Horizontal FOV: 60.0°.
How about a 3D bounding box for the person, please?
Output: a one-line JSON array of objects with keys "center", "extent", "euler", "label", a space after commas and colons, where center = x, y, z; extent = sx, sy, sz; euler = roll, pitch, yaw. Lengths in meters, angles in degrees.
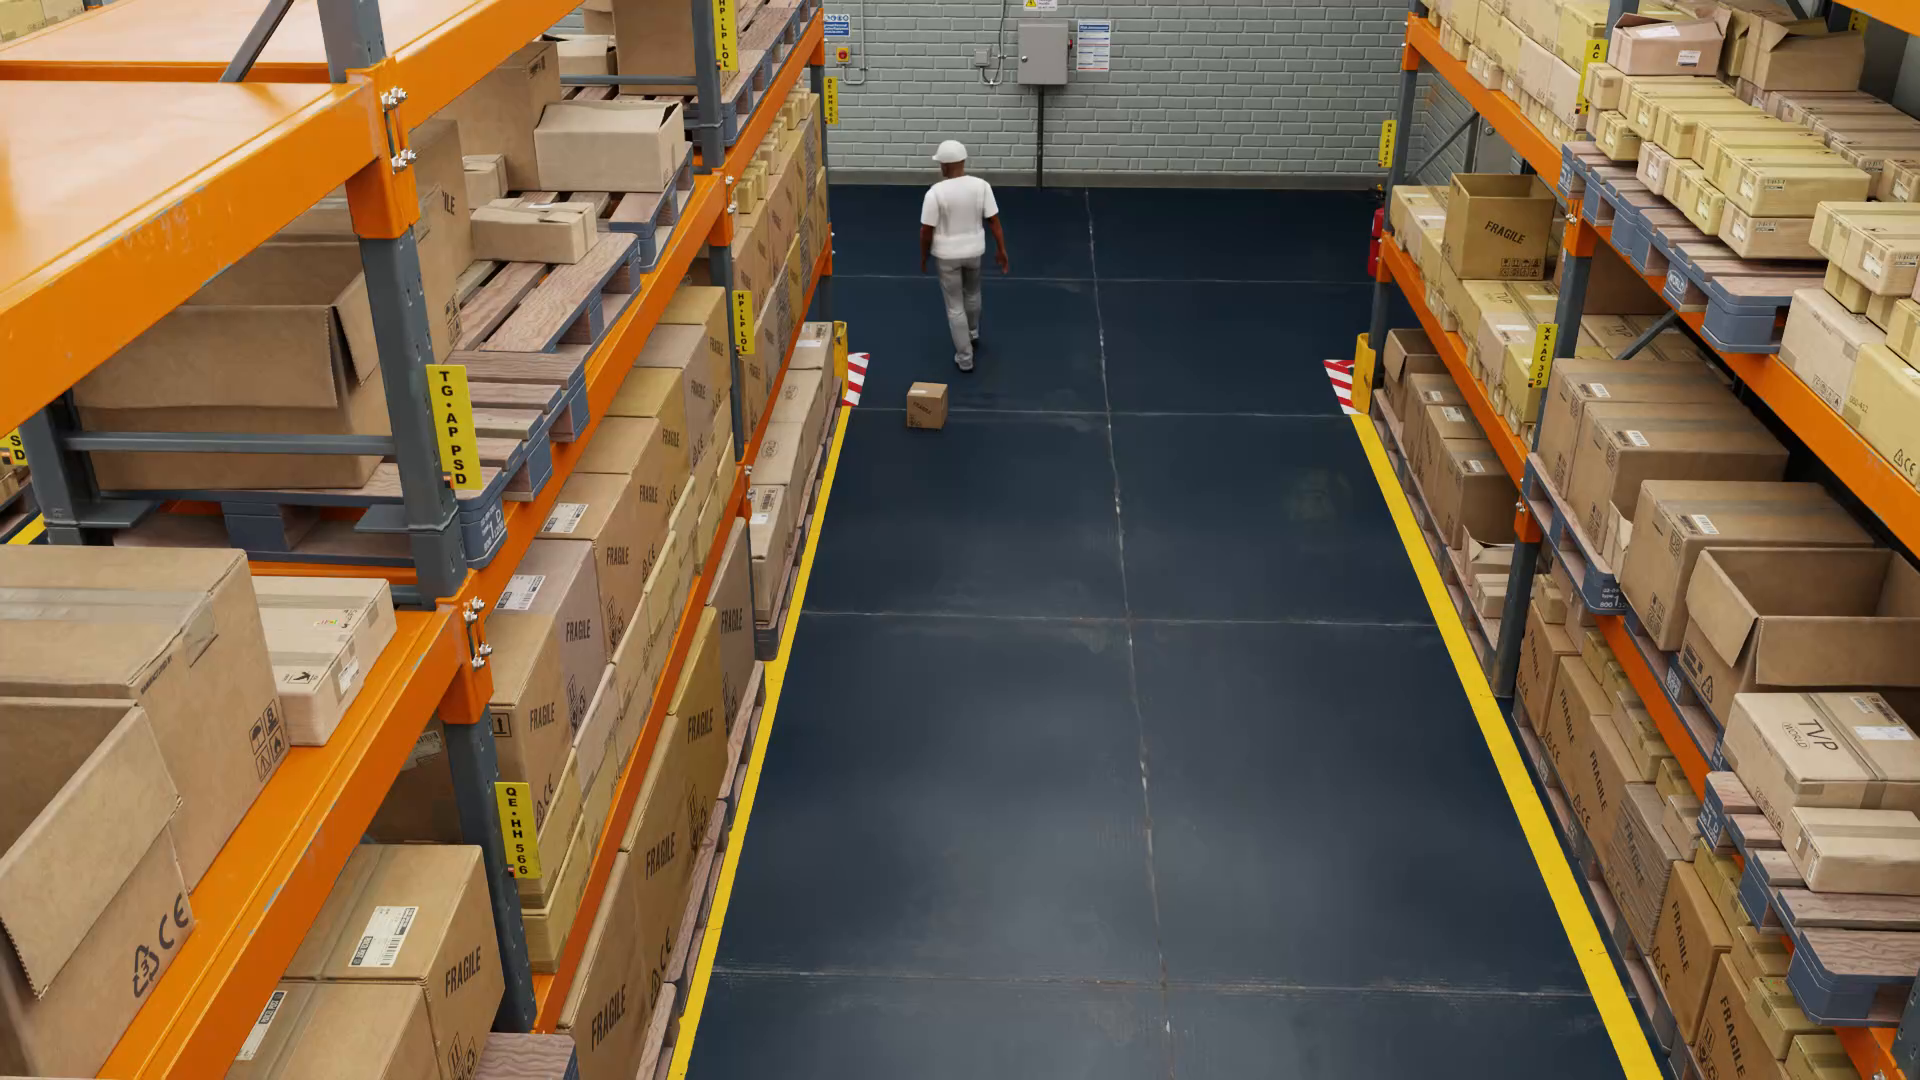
[{"center": [-0.031, -2.267, 12.872], "extent": [0.666, 1.733, 0.852], "euler": [-10, 29, -18], "label": "person"}]
